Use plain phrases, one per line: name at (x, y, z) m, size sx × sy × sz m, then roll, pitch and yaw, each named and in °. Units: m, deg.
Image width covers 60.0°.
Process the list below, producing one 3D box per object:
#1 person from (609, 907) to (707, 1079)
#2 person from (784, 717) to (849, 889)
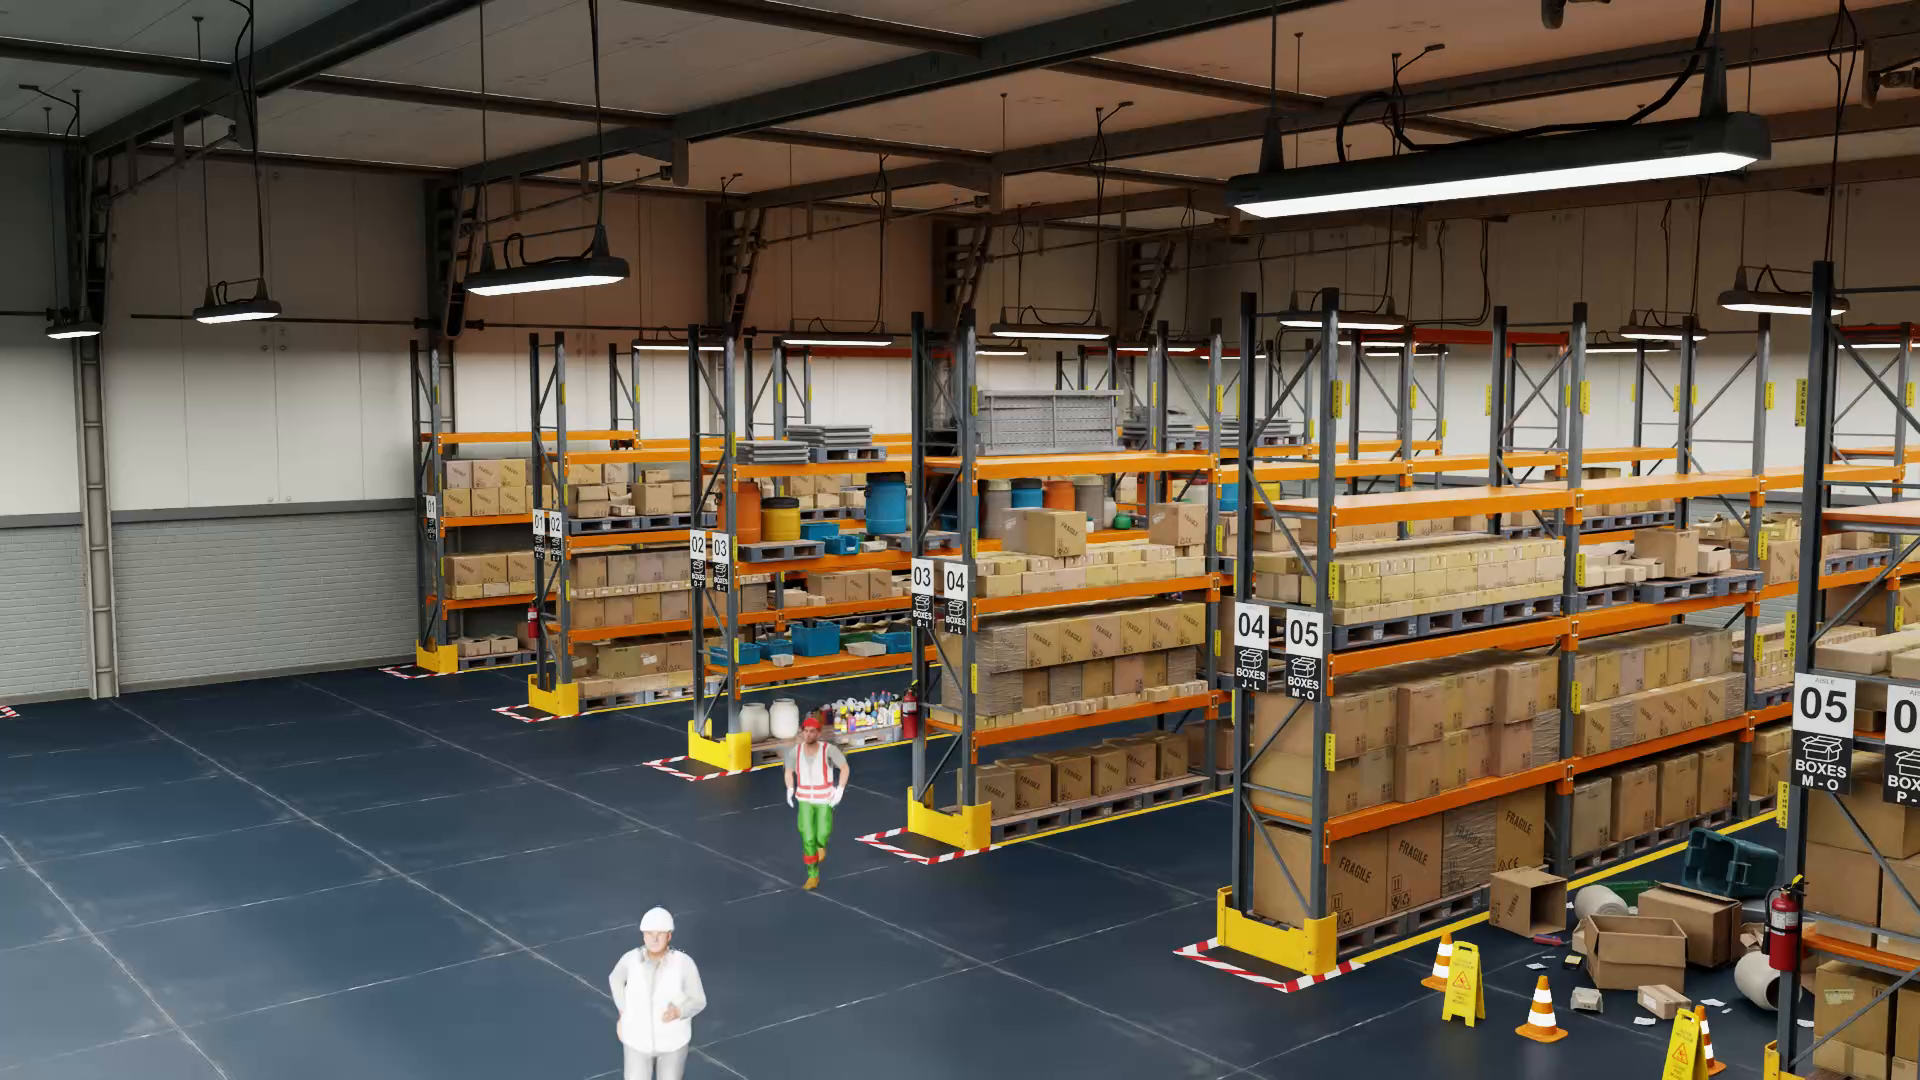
person at (-1.966, 3.289, 10.818) m, size 0.641 × 1.837 × 0.794 m, roll -1°, pitch 5°, yaw -7°
person at (-1.498, 2.699, 17.300) m, size 0.638 × 1.765 × 0.690 m, roll 1°, pitch 5°, yaw 6°
